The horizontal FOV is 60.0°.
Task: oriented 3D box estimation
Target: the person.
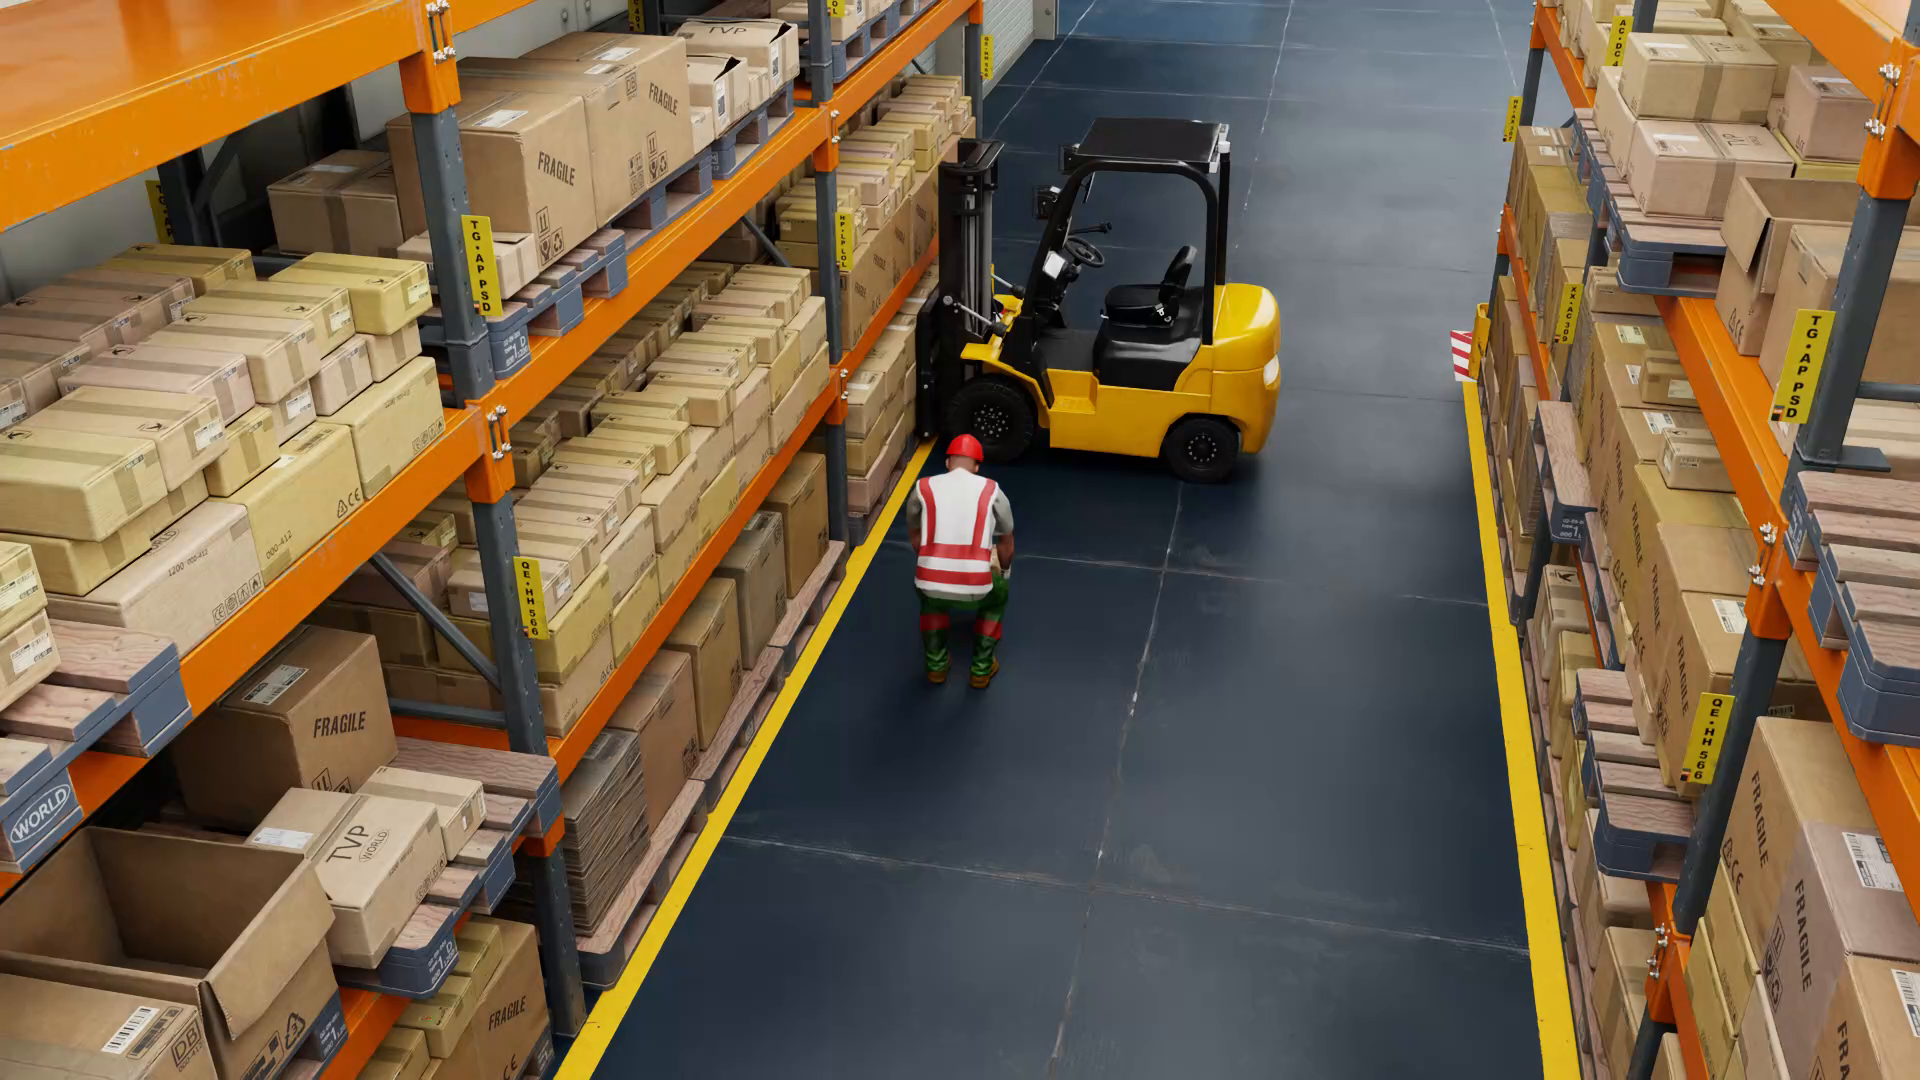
[{"bbox_3d":[-0.023,0.134,8.904,0.586,1.264,0.825,6,29,11],"label":"person"}]
